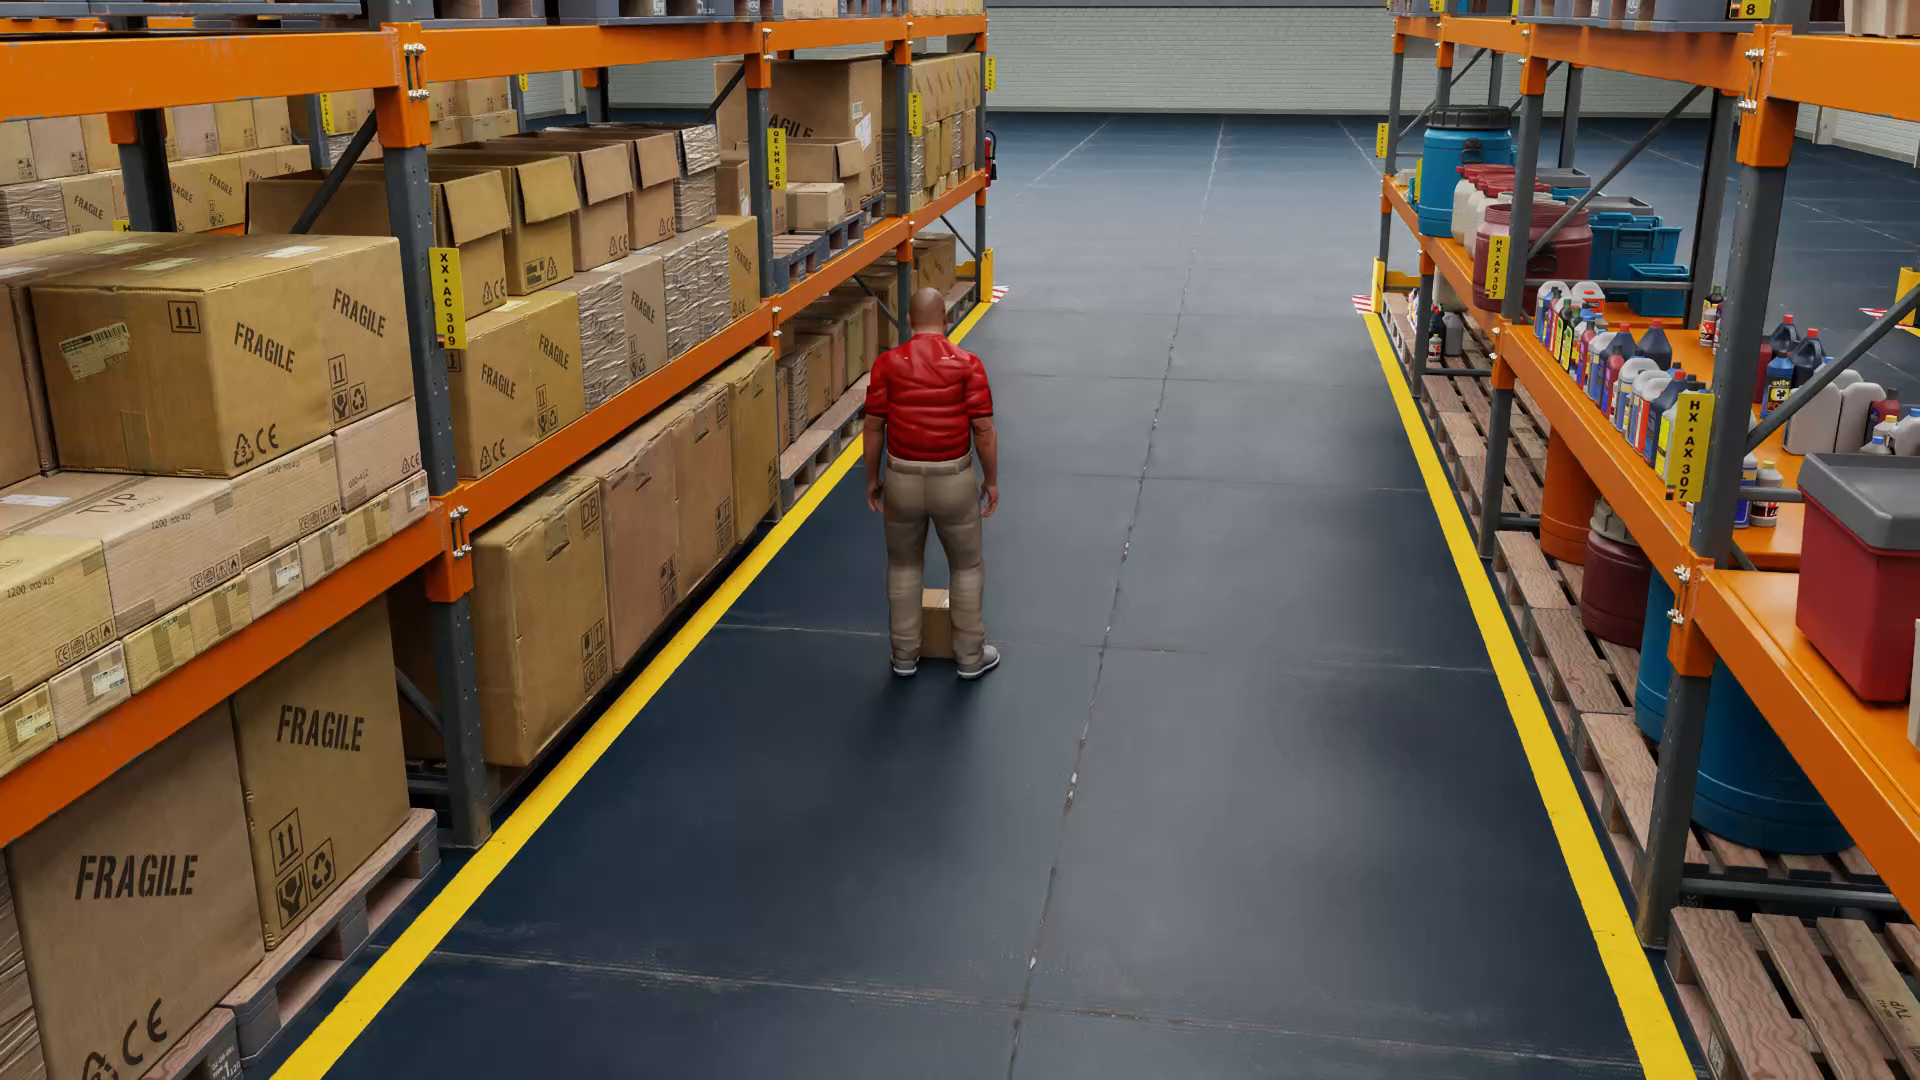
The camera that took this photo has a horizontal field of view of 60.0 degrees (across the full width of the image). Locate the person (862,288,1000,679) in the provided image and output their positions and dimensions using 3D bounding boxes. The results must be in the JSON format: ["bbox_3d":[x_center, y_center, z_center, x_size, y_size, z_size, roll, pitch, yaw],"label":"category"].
[{"bbox_3d":[-0.126,-0.237,7.315,0.593,1.726,0.387,3,18,8],"label":"person"}]
